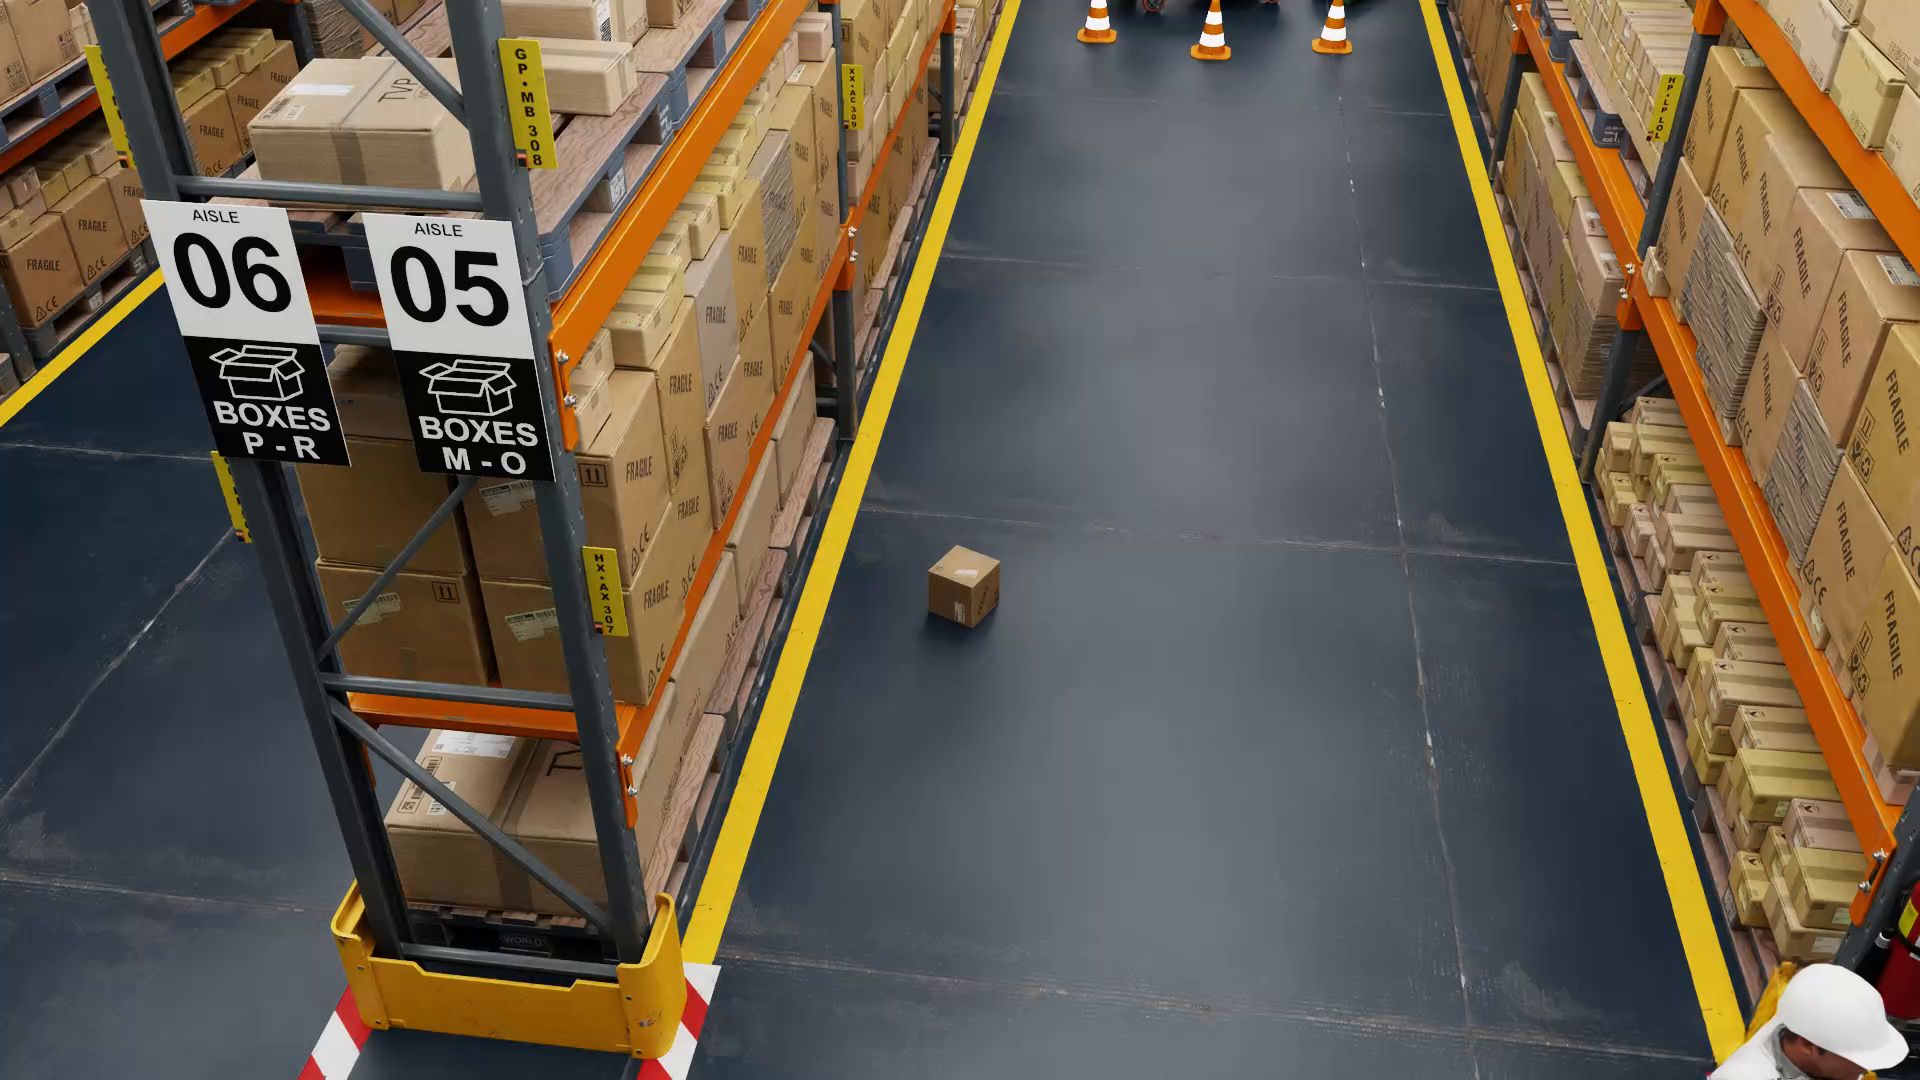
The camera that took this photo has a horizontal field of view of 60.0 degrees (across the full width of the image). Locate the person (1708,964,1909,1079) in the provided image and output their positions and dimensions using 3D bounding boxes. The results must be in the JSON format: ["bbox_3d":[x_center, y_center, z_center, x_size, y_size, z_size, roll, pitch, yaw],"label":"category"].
[{"bbox_3d":[2.135,1.822,4.525,0.573,1.836,0.525,-18,40,-23],"label":"person"}]
